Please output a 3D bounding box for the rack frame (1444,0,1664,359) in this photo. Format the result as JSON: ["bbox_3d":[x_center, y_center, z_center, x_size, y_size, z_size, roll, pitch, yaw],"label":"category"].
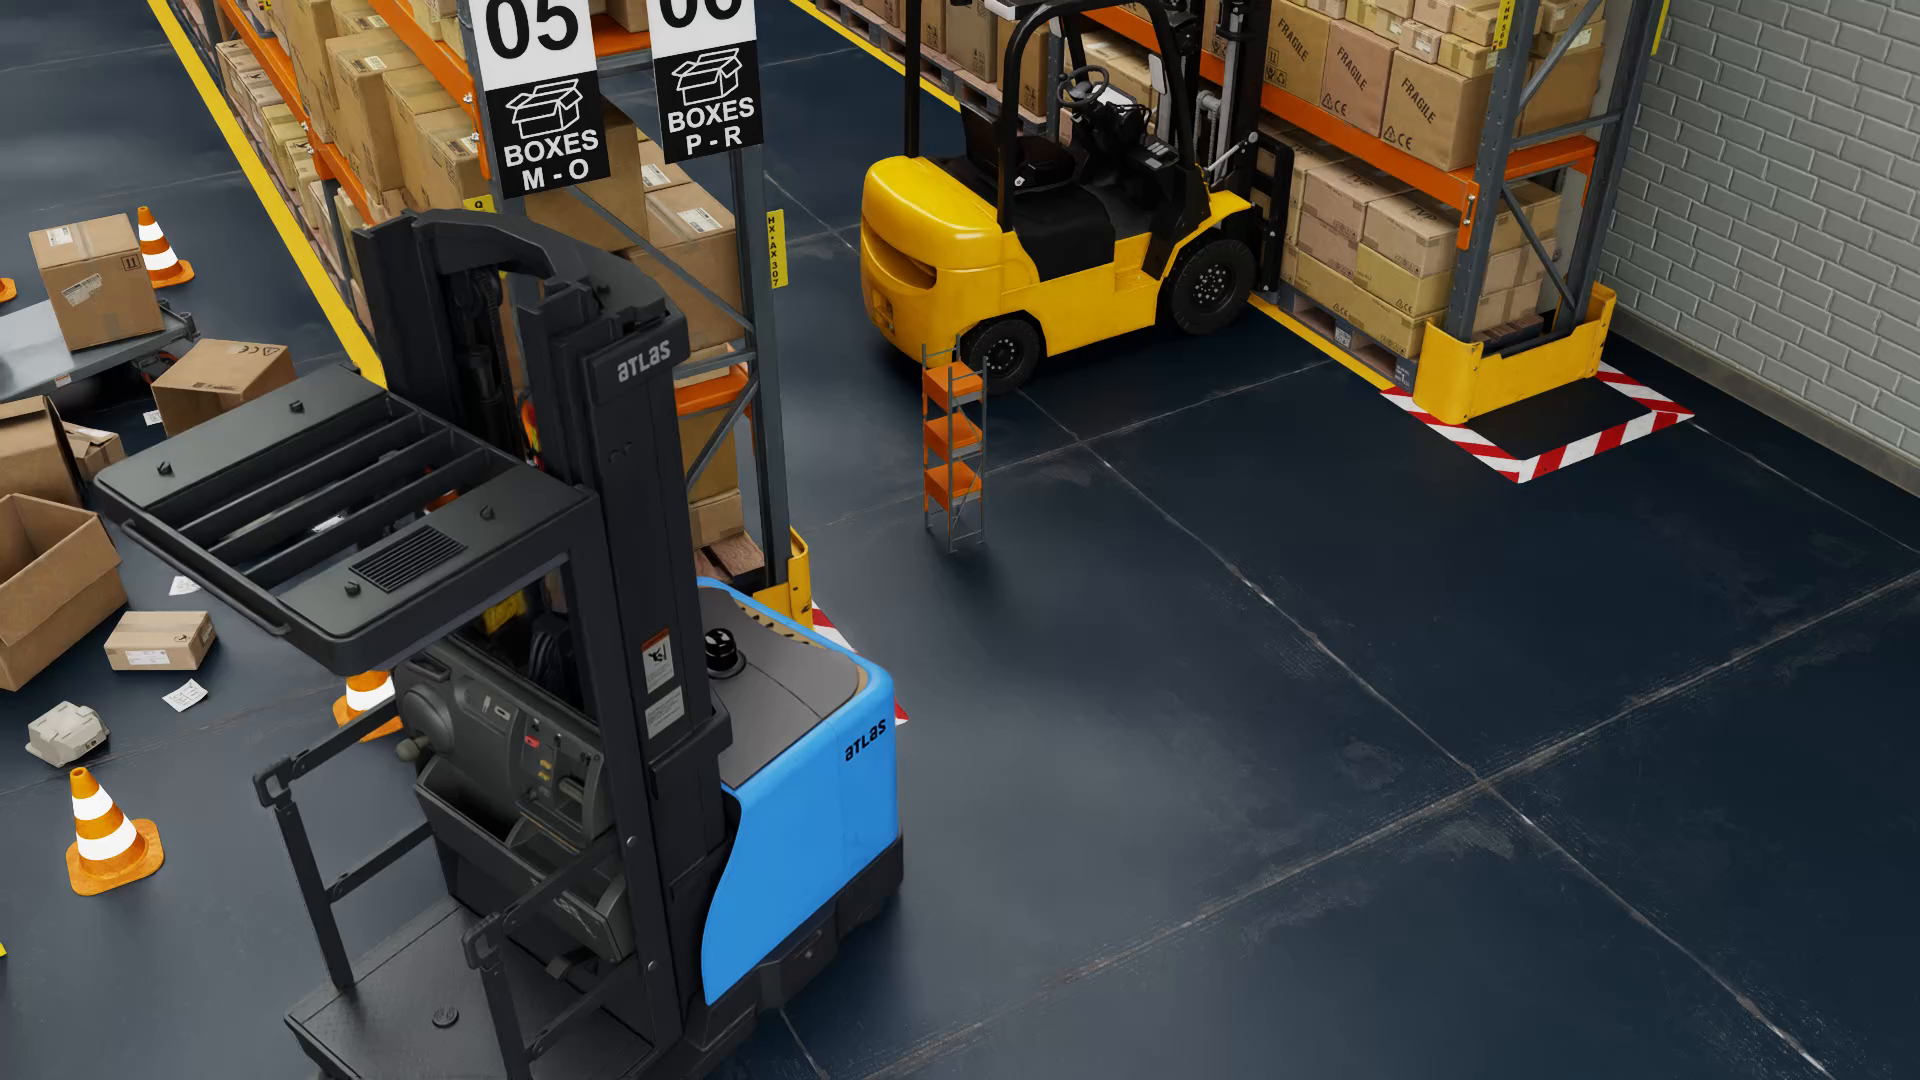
[{"bbox_3d":[3.089,-2.101,8.583,1.000,3.000,0.127,-19,40,-24],"label":"rack frame"}]

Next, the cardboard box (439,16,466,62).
[{"bbox_3d":[-1.622,-1.837,5.891,0.380,0.149,0.250,-19,40,-24],"label":"cardboard box"}]

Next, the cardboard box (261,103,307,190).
[{"bbox_3d":[-4.191,-2.763,11.361,0.950,0.372,0.625,-18,40,-22],"label":"cardboard box"}]

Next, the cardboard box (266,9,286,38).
[{"bbox_3d":[-3.641,-3.165,9.348,0.500,0.500,0.500,-20,40,-25],"label":"cardboard box"}]

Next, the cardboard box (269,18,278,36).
[{"bbox_3d":[-3.825,-3.056,9.748,0.380,0.149,0.250,-20,41,-25],"label":"cardboard box"}]

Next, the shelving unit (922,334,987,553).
[{"bbox_3d":[-0.027,-0.451,7.978,0.215,1.050,0.252,-19,40,-24],"label":"shelving unit"}]

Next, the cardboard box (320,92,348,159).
[{"bbox_3d":[-2.958,-2.272,8.481,0.500,0.500,0.500,-19,40,-24],"label":"cardboard box"}]

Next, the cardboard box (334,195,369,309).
[{"bbox_3d":[-3.147,-1.649,9.304,0.500,0.500,0.500,-17,39,-22],"label":"cardboard box"}]

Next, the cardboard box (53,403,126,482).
[{"bbox_3d":[-4.657,-0.512,8.726,0.396,0.266,0.258,12,38,16],"label":"cardboard box"}]

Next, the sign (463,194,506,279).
[{"bbox_3d":[-1.690,-1.069,5.920,0.100,0.325,0.005,-19,40,-24],"label":"sign"}]

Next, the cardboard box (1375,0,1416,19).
[{"bbox_3d":[2.422,-2.885,8.770,0.380,0.149,0.250,-18,40,-23],"label":"cardboard box"}]

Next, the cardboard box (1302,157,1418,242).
[{"bbox_3d":[2.327,-1.965,9.524,0.500,0.250,0.500,-18,40,-23],"label":"cardboard box"}]

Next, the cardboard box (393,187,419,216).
[{"bbox_3d":[-2.207,-1.496,7.419,0.500,0.500,0.500,-19,40,-24],"label":"cardboard box"}]

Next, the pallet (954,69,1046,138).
[{"bbox_3d":[0.676,-3.379,12.697,1.003,0.211,1.213,-19,40,-24],"label":"pallet"}]

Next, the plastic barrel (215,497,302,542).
[{"bbox_3d":[-3.547,-0.192,8.154,0.512,0.421,0.421,6,37,8],"label":"plastic barrel"}]

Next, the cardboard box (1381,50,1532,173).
[{"bbox_3d":[2.615,-2.314,8.790,0.500,0.500,0.500,-20,41,-25],"label":"cardboard box"}]

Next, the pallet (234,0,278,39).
[{"bbox_3d":[-4.190,-3.633,10.843,1.003,0.211,1.213,-19,40,-24],"label":"pallet"}]

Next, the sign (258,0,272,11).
[{"bbox_3d":[-3.688,-2.969,8.790,0.100,0.325,0.005,-19,40,-24],"label":"sign"}]

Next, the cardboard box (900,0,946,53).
[{"bbox_3d":[0.045,-4.395,13.381,0.875,0.625,0.625,-21,41,-26],"label":"cardboard box"}]

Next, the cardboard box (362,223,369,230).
[{"bbox_3d":[-2.876,-1.568,8.643,0.380,0.149,0.250,-17,40,-22],"label":"cardboard box"}]

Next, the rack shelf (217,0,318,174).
[{"bbox_3d":[-4.215,-3.397,10.968,1.077,0.370,4.000,-19,40,-24],"label":"rack shelf"}]

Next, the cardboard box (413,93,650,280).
[{"bbox_3d":[-1.646,-1.388,6.422,0.700,0.500,0.500,-20,41,-25],"label":"cardboard box"}]

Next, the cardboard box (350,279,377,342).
[{"bbox_3d":[-3.147,-1.346,9.525,0.500,0.250,0.500,-21,41,-26],"label":"cardboard box"}]

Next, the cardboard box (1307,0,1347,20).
[{"bbox_3d":[2.152,-3.021,9.208,0.380,0.149,0.250,-20,41,-25],"label":"cardboard box"}]

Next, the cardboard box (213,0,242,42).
[{"bbox_3d":[-5.495,-4.396,13.171,0.875,0.875,0.875,-19,40,-24],"label":"cardboard box"}]

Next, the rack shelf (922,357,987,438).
[{"bbox_3d":[-0.027,-0.672,7.817,0.215,0.259,0.240,-19,40,-24],"label":"rack shelf"}]

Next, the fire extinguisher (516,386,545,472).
[{"bbox_3d":[-1.541,-0.402,6.322,0.296,0.674,0.183,-19,40,-24],"label":"fire extinguisher"}]

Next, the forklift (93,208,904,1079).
[{"bbox_3d":[-1.524,0.654,4.869,1.130,2.935,3.031,25,43,30],"label":"forklift"}]

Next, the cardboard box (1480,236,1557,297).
[{"bbox_3d":[3.033,-1.663,9.535,0.500,0.250,0.500,-18,40,-23],"label":"cardboard box"}]

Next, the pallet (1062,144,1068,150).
[{"bbox_3d":[1.443,-2.596,11.626,1.003,0.211,1.213,-19,40,-24],"label":"pallet"}]

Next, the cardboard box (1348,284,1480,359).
[{"bbox_3d":[2.580,-1.306,9.470,0.500,0.250,0.500,-19,40,-24],"label":"cardboard box"}]

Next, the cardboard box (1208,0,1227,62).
[{"bbox_3d":[1.843,-3.096,9.861,0.500,0.500,0.500,-19,40,-24],"label":"cardboard box"}]

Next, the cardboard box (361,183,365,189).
[{"bbox_3d":[-2.904,-1.934,8.568,0.380,0.149,0.250,-18,40,-23],"label":"cardboard box"}]

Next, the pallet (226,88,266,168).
[{"bbox_3d":[-4.828,-3.182,12.428,1.003,0.211,1.213,-19,40,-24],"label":"pallet"}]

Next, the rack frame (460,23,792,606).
[{"bbox_3d":[-1.201,-0.628,6.566,1.000,3.000,0.127,-19,40,-24],"label":"rack frame"}]

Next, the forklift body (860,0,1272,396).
[{"bbox_3d":[0.559,-2.184,9.417,2.313,2.155,1.214,-19,40,-24],"label":"forklift body"}]

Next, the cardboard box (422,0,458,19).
[{"bbox_3d":[-1.691,-2.080,5.886,0.500,0.250,0.500,-19,40,-24],"label":"cardboard box"}]

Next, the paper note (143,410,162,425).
[{"bbox_3d":[-4.419,-0.693,9.173,0.148,0.019,0.142,-19,40,-24],"label":"paper note"}]

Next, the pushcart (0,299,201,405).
[{"bbox_3d":[-5.156,-0.908,9.173,0.936,0.377,1.648,26,44,31],"label":"pushcart"}]

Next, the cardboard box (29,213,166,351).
[{"bbox_3d":[-4.734,-1.421,9.130,0.500,0.500,0.500,-19,40,-24],"label":"cardboard box"}]

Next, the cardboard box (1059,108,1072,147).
[{"bbox_3d":[1.037,-2.855,11.591,0.500,0.250,0.500,-18,40,-23],"label":"cardboard box"}]

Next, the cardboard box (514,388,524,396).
[{"bbox_3d":[-1.797,-0.750,6.947,0.380,0.149,0.250,-19,40,-24],"label":"cardboard box"}]

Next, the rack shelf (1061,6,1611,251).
[{"bbox_3d":[2.085,-2.830,10.191,1.077,0.370,4.000,-19,40,-24],"label":"rack shelf"}]

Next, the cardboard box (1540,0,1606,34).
[{"bbox_3d":[3.105,-2.758,8.595,0.380,0.149,0.250,-20,41,-25],"label":"cardboard box"}]

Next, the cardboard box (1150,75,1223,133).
[{"bbox_3d":[1.560,-2.750,10.599,0.500,0.250,0.500,-18,40,-22],"label":"cardboard box"}]

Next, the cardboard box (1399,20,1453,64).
[{"bbox_3d":[2.519,-2.618,8.657,0.380,0.149,0.250,-18,40,-23],"label":"cardboard box"}]

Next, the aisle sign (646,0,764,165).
[{"bbox_3d":[-0.901,-1.738,5.882,0.394,0.787,0.004,-19,40,-24],"label":"aisle sign"}]

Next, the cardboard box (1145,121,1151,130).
[{"bbox_3d":[1.311,-2.807,11.102,0.500,0.250,0.500,-19,40,-24],"label":"cardboard box"}]

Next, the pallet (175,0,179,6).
[{"bbox_3d":[-6.777,-5.250,15.259,1.003,0.211,1.213,-19,40,-24],"label":"pallet"}]

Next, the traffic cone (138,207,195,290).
[{"bbox_3d":[-5.044,-1.861,10.405,0.336,0.463,0.334,-19,40,-24],"label":"traffic cone"}]

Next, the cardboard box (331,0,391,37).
[{"bbox_3d":[-2.369,-2.173,7.498,0.700,0.500,0.500,-19,40,-24],"label":"cardboard box"}]

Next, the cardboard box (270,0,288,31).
[{"bbox_3d":[-3.177,-2.943,8.552,0.700,0.500,0.500,-19,40,-24],"label":"cardboard box"}]

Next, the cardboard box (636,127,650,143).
[{"bbox_3d":[-1.719,-1.635,7.608,0.500,0.500,0.500,-20,41,-25],"label":"cardboard box"}]

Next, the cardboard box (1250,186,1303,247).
[{"bbox_3d":[2.054,-2.033,10.042,0.500,0.250,0.500,-20,41,-25],"label":"cardboard box"}]
